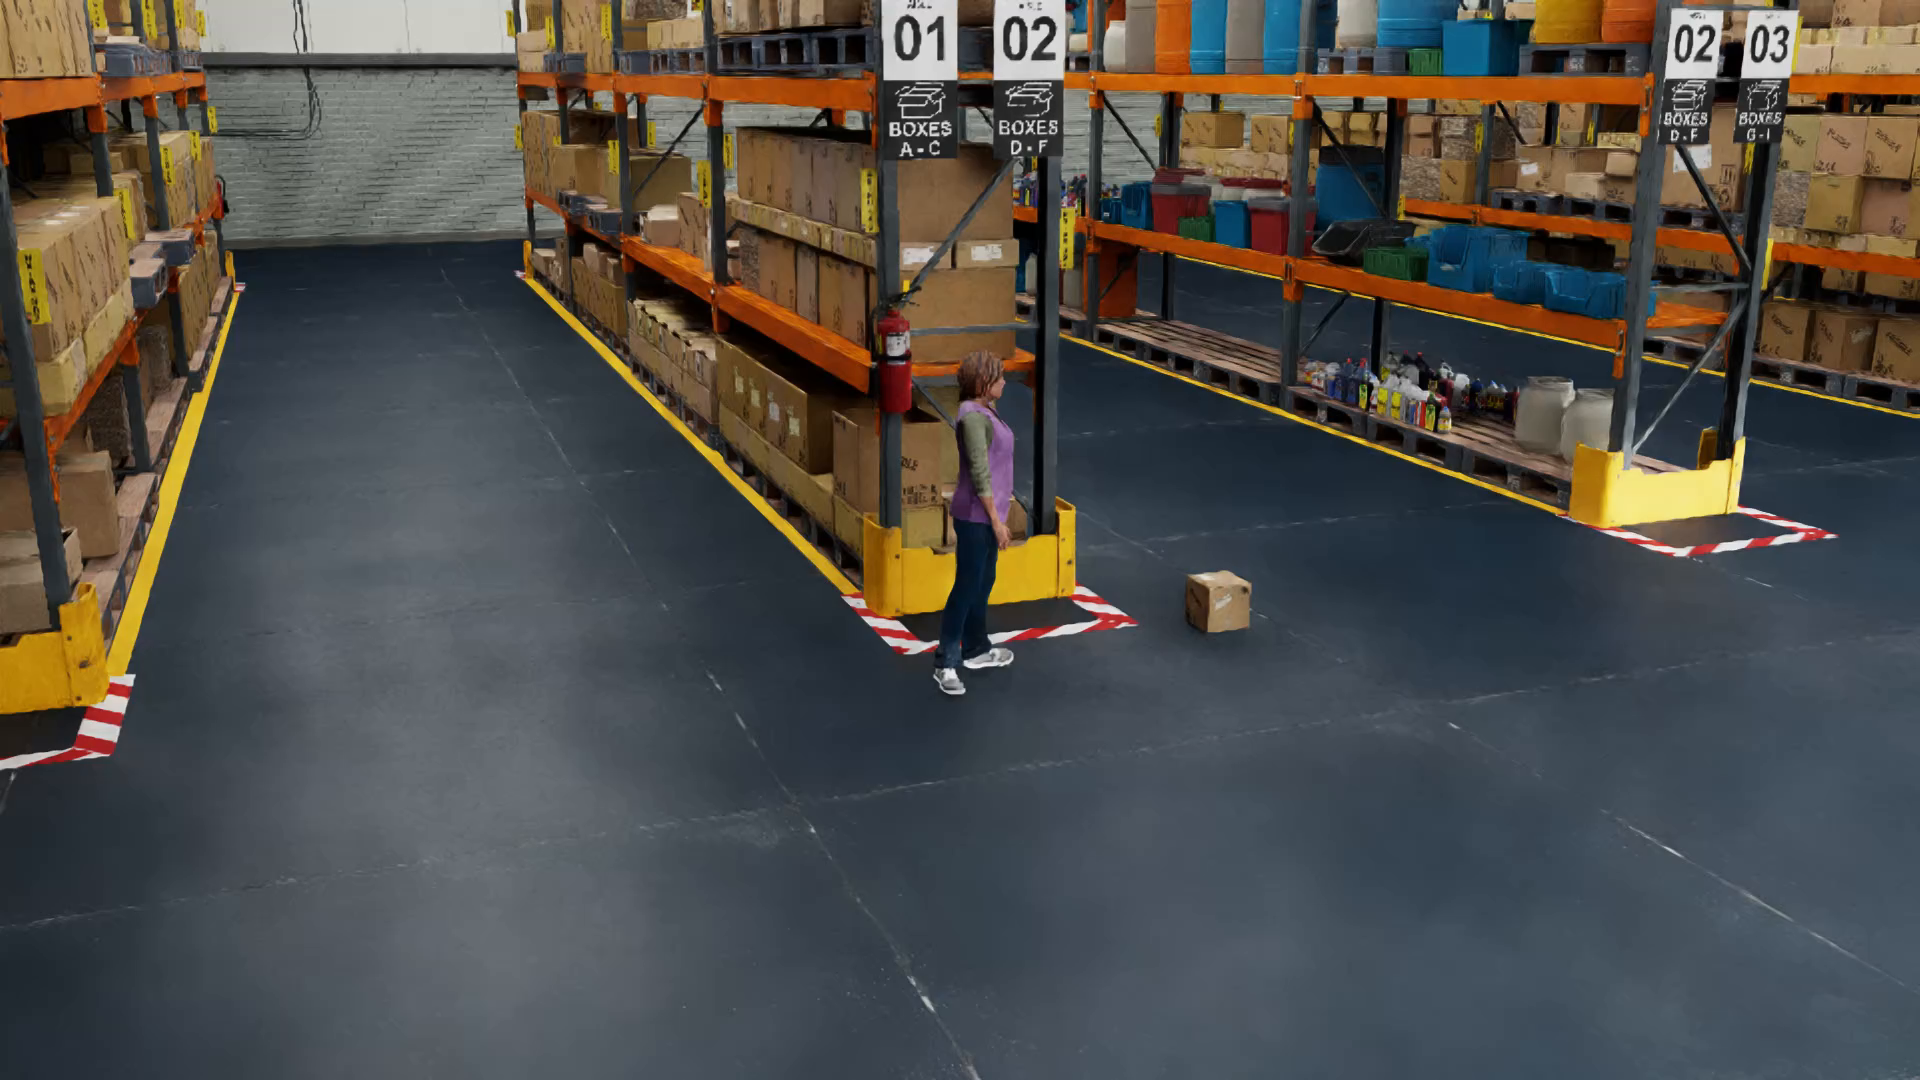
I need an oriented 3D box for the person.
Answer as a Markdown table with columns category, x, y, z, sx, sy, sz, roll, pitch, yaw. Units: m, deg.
| category | x | y | z | sx | sy | sz | roll | pitch | yaw |
| --- | --- | --- | --- | --- | --- | --- | --- | --- | --- |
| person | 0.068 | -0.095 | 7.827 | 0.374 | 1.597 | 0.575 | 2 | 16 | 6 |
